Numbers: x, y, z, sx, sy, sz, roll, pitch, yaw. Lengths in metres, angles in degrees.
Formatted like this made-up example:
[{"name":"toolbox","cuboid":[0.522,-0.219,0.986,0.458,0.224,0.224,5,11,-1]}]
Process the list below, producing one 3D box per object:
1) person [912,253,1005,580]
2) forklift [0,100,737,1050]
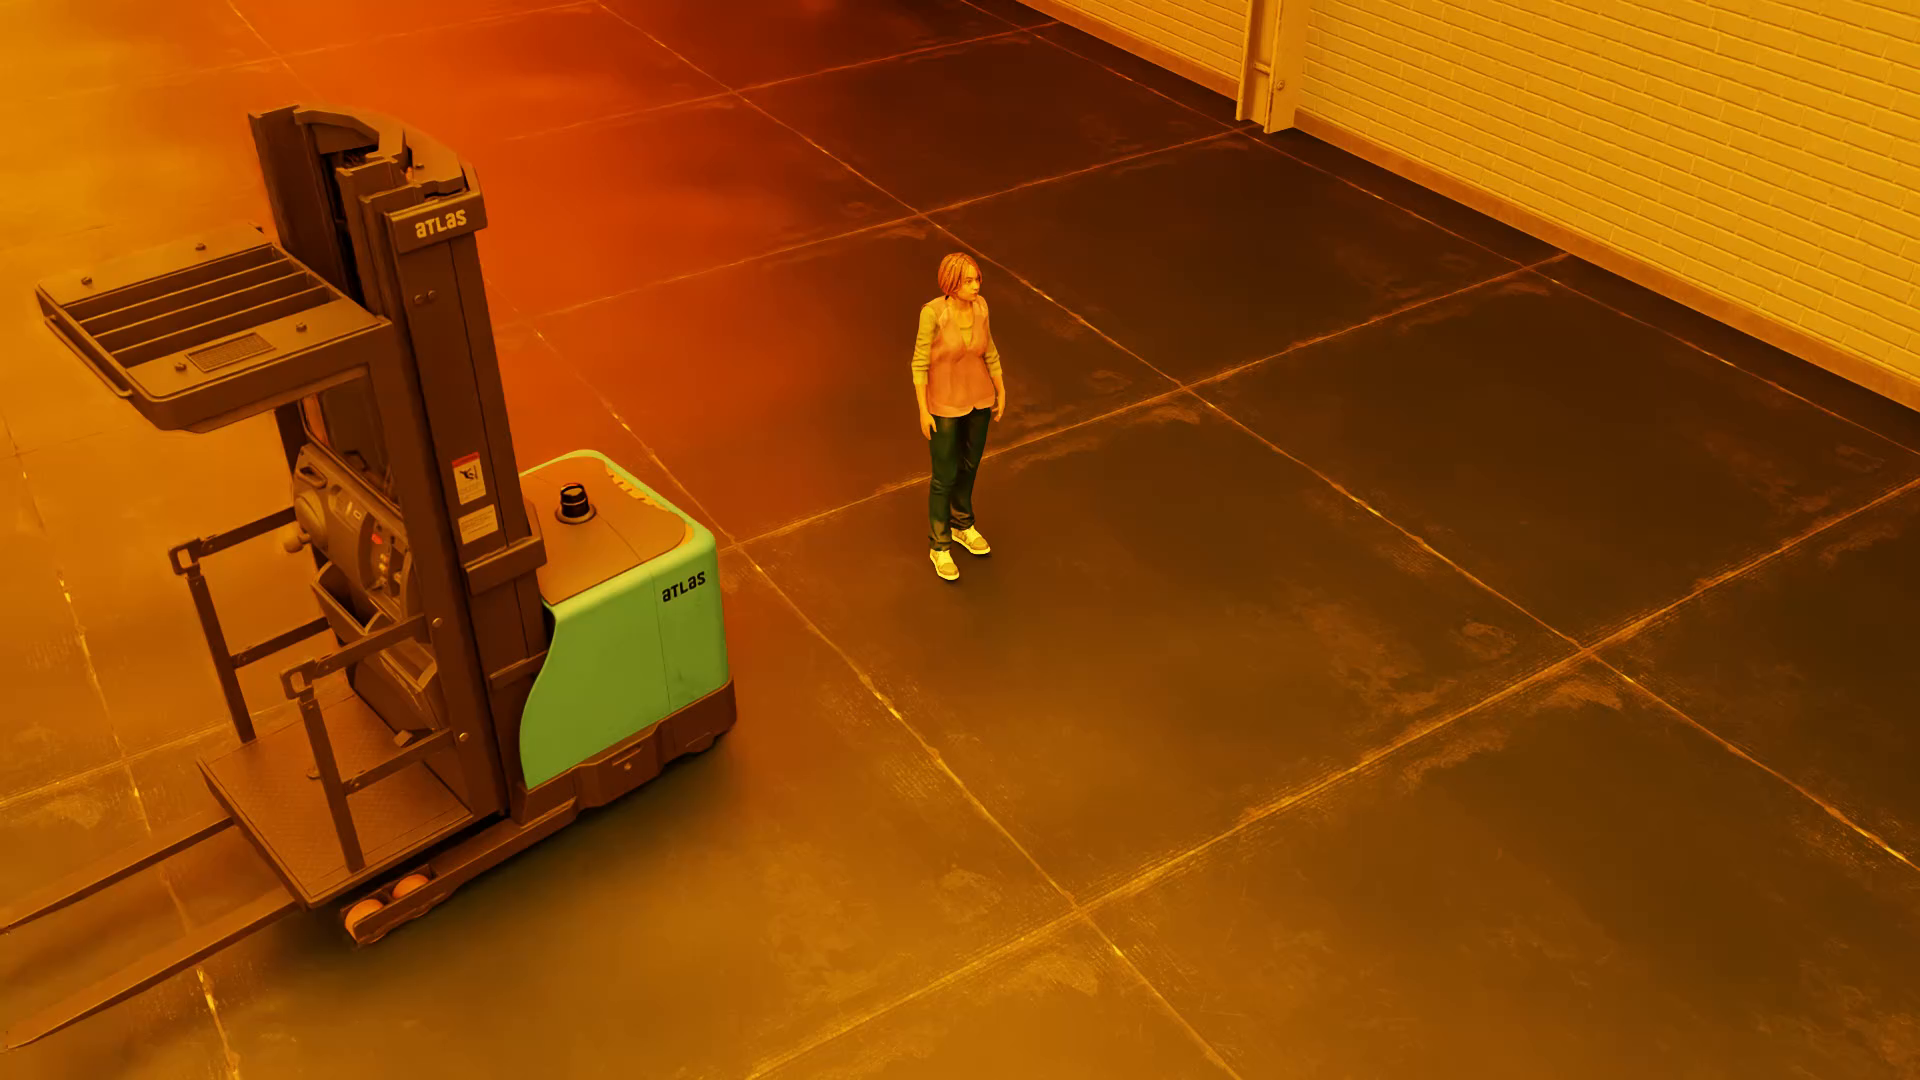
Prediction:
[{"name":"person","cuboid":[0.029,-0.619,8.176,0.520,1.599,0.473,-21,40,-27]},{"name":"forklift","cuboid":[-2.424,0.027,6.110,3.031,2.935,1.130,-28,44,-34]}]
